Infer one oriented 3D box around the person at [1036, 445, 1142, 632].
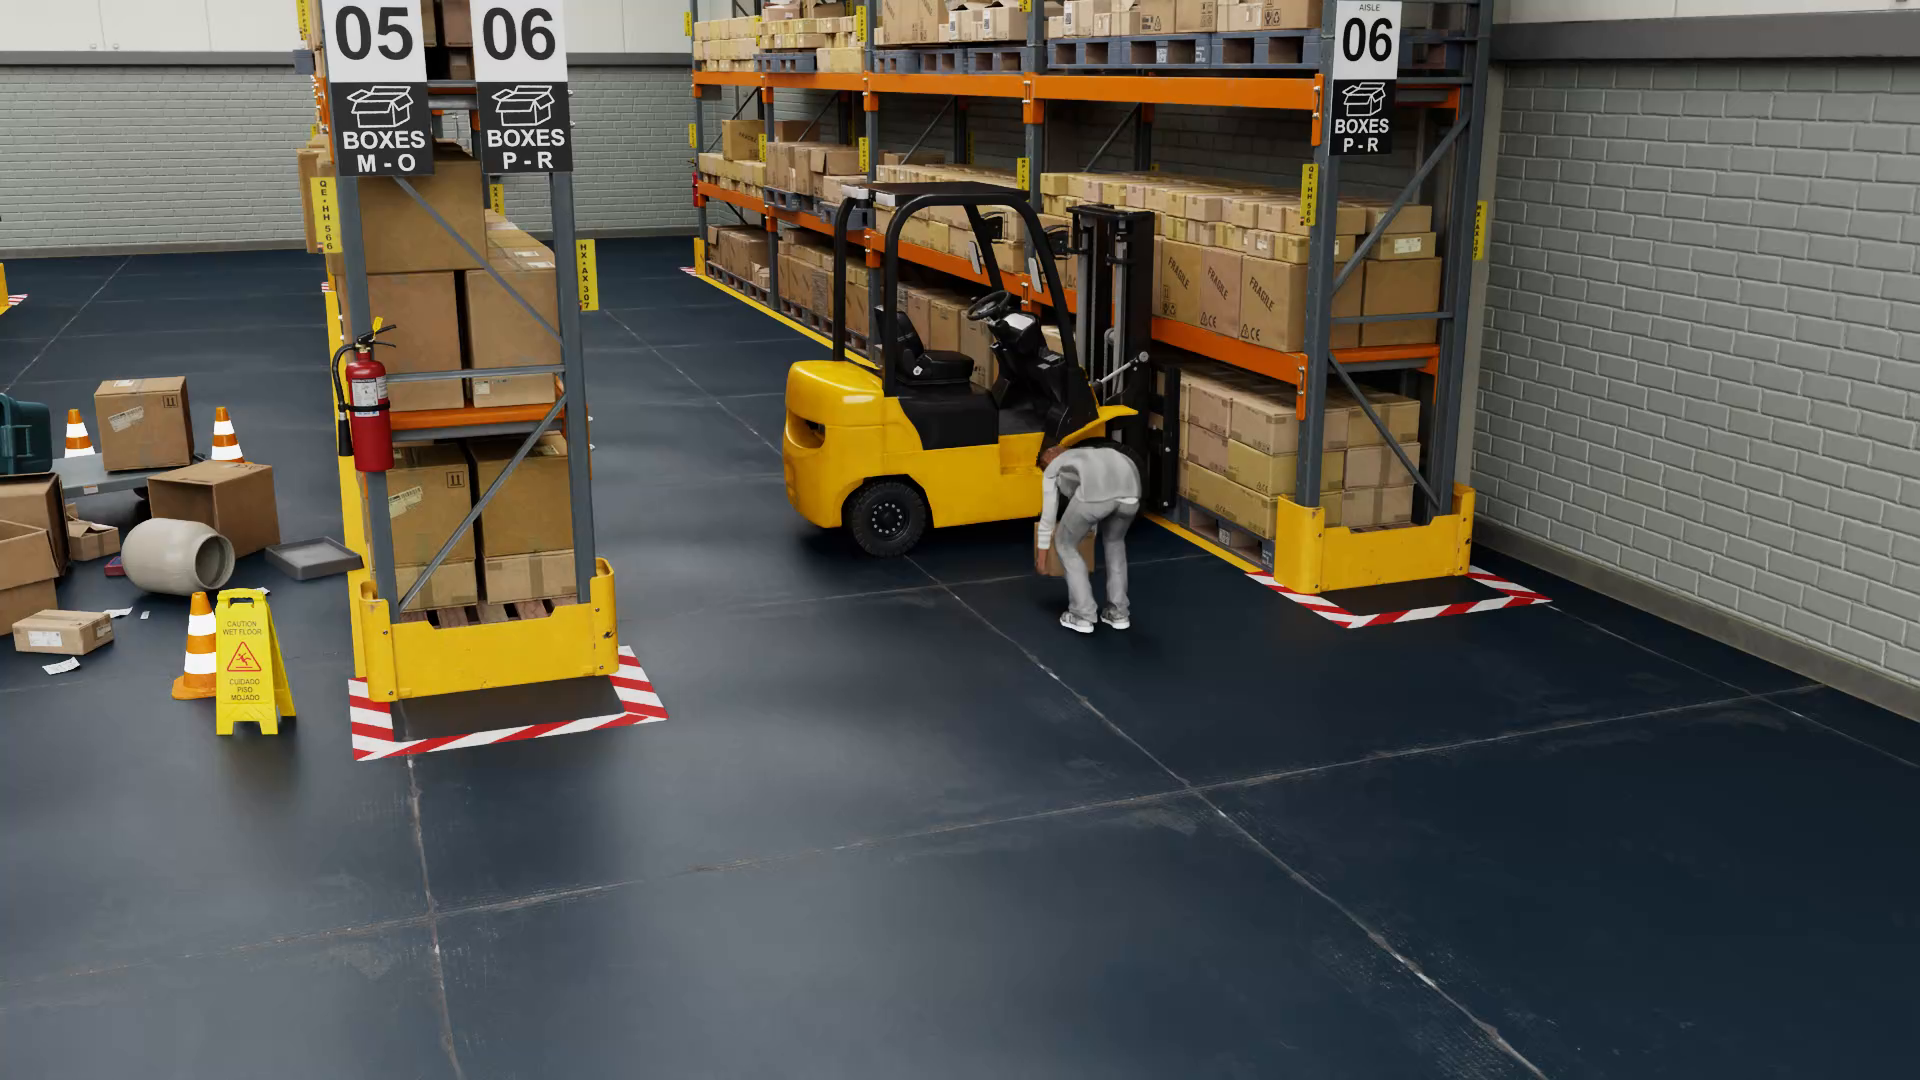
[{"bbox_3d":[0.652,-0.050,8.870,0.405,0.970,0.870,-7,17,-22],"label":"person"}]
